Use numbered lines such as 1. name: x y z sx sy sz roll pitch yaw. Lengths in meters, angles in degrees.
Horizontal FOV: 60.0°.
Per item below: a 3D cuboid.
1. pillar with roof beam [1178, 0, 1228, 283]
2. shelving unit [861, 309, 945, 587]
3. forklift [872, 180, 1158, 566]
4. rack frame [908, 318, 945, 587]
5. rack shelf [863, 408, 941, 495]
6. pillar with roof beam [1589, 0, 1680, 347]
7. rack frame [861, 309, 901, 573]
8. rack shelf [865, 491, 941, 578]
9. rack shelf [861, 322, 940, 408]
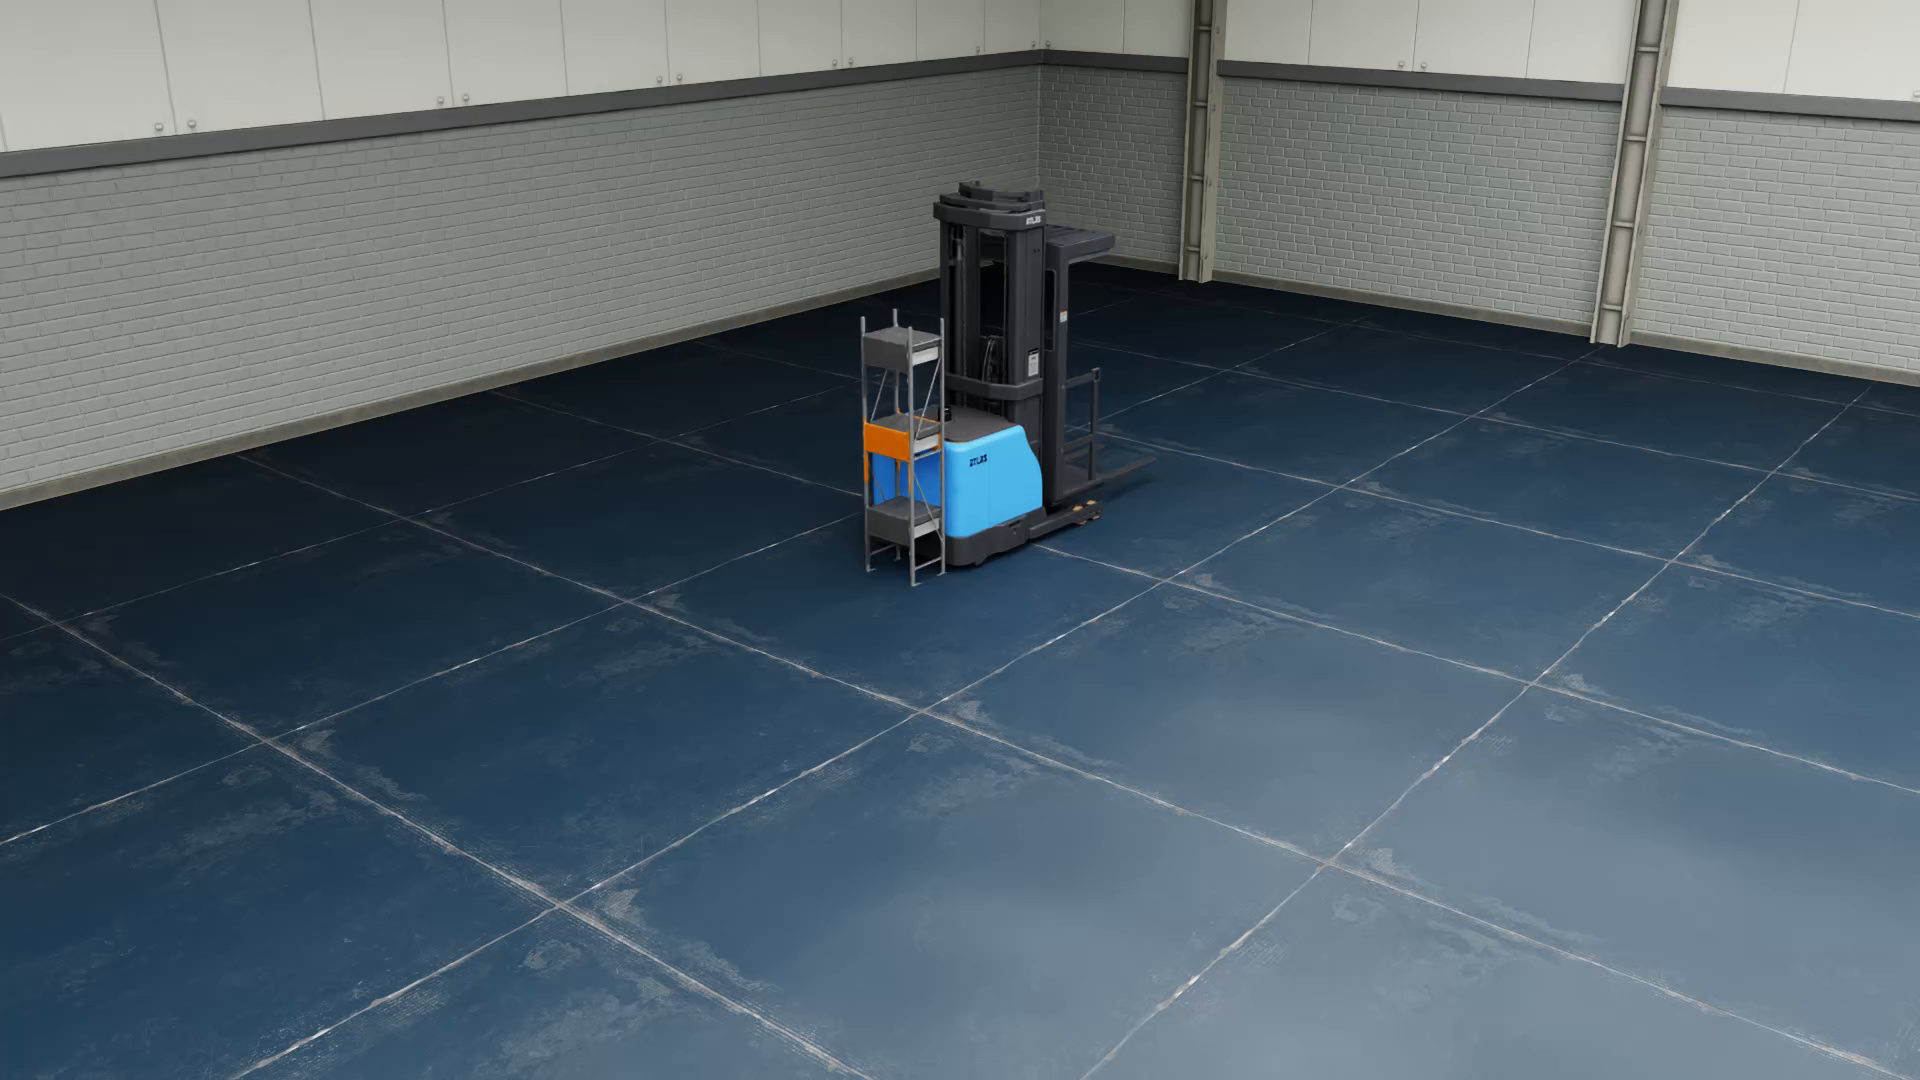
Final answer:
1. pillar with roof beam: 0.708 -6.828 19.521 0.400 9.000 9.100 16 26 36
2. shelving unit: -0.441 -0.717 13.093 0.503 2.100 0.431 17 26 37
3. forklift: 0.608 -1.604 14.268 1.130 2.935 3.031 17 27 38
4. rack frame: -0.255 -0.661 12.945 0.015 2.100 0.400 17 26 37
5. rack shelf: -0.441 -0.704 13.098 0.480 0.518 0.431 17 26 37
6. pillar with roof beam: 5.356 -5.489 15.971 0.400 9.000 9.100 16 26 36
7. rack frame: -0.627 -0.772 13.241 0.015 2.100 0.400 17 26 37
8. rack shelf: -0.441 -0.049 13.345 0.480 0.518 0.431 17 26 37
9. rack shelf: -0.441 -1.359 12.851 0.480 0.518 0.431 17 26 37
